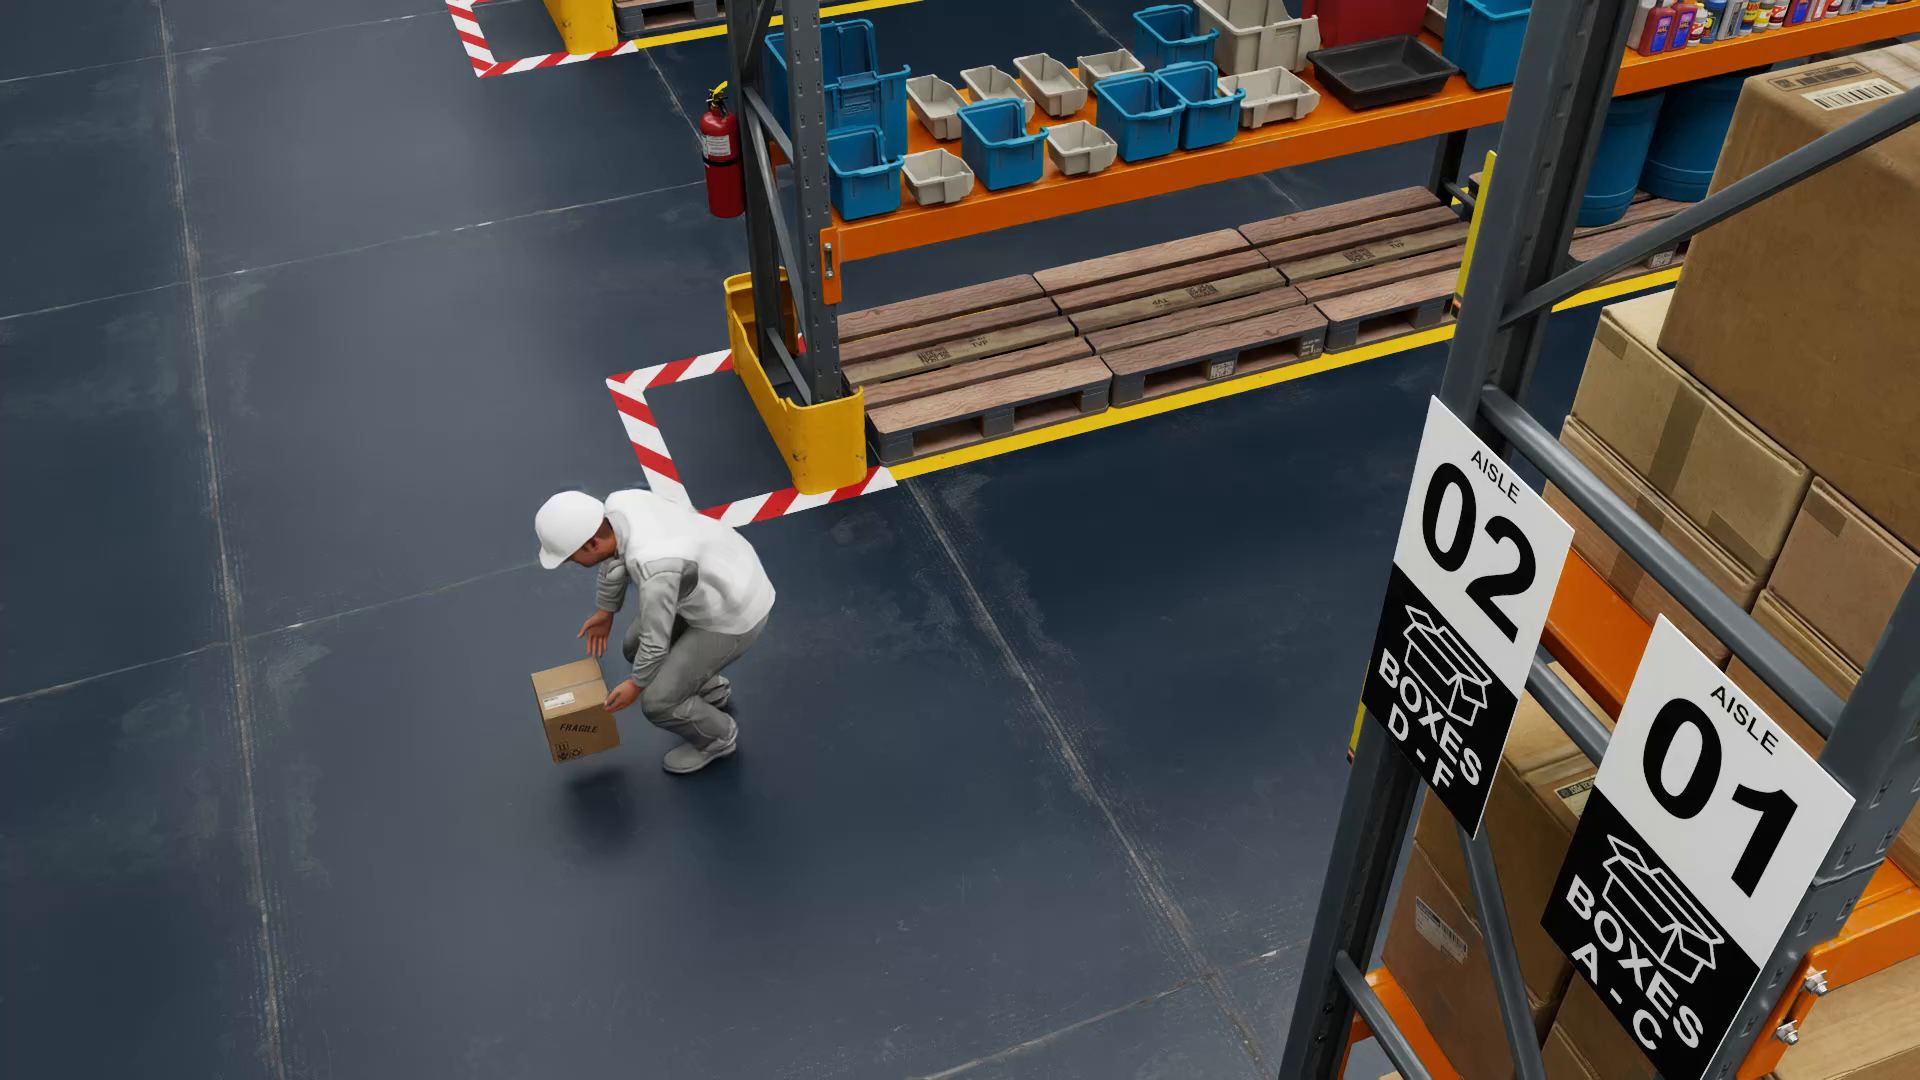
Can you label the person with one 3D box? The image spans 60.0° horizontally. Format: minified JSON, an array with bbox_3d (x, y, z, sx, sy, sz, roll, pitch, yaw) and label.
[{"bbox_3d":[-1.076,0.295,6.119,0.797,1.363,0.590,-15,44,-17],"label":"person"}]
